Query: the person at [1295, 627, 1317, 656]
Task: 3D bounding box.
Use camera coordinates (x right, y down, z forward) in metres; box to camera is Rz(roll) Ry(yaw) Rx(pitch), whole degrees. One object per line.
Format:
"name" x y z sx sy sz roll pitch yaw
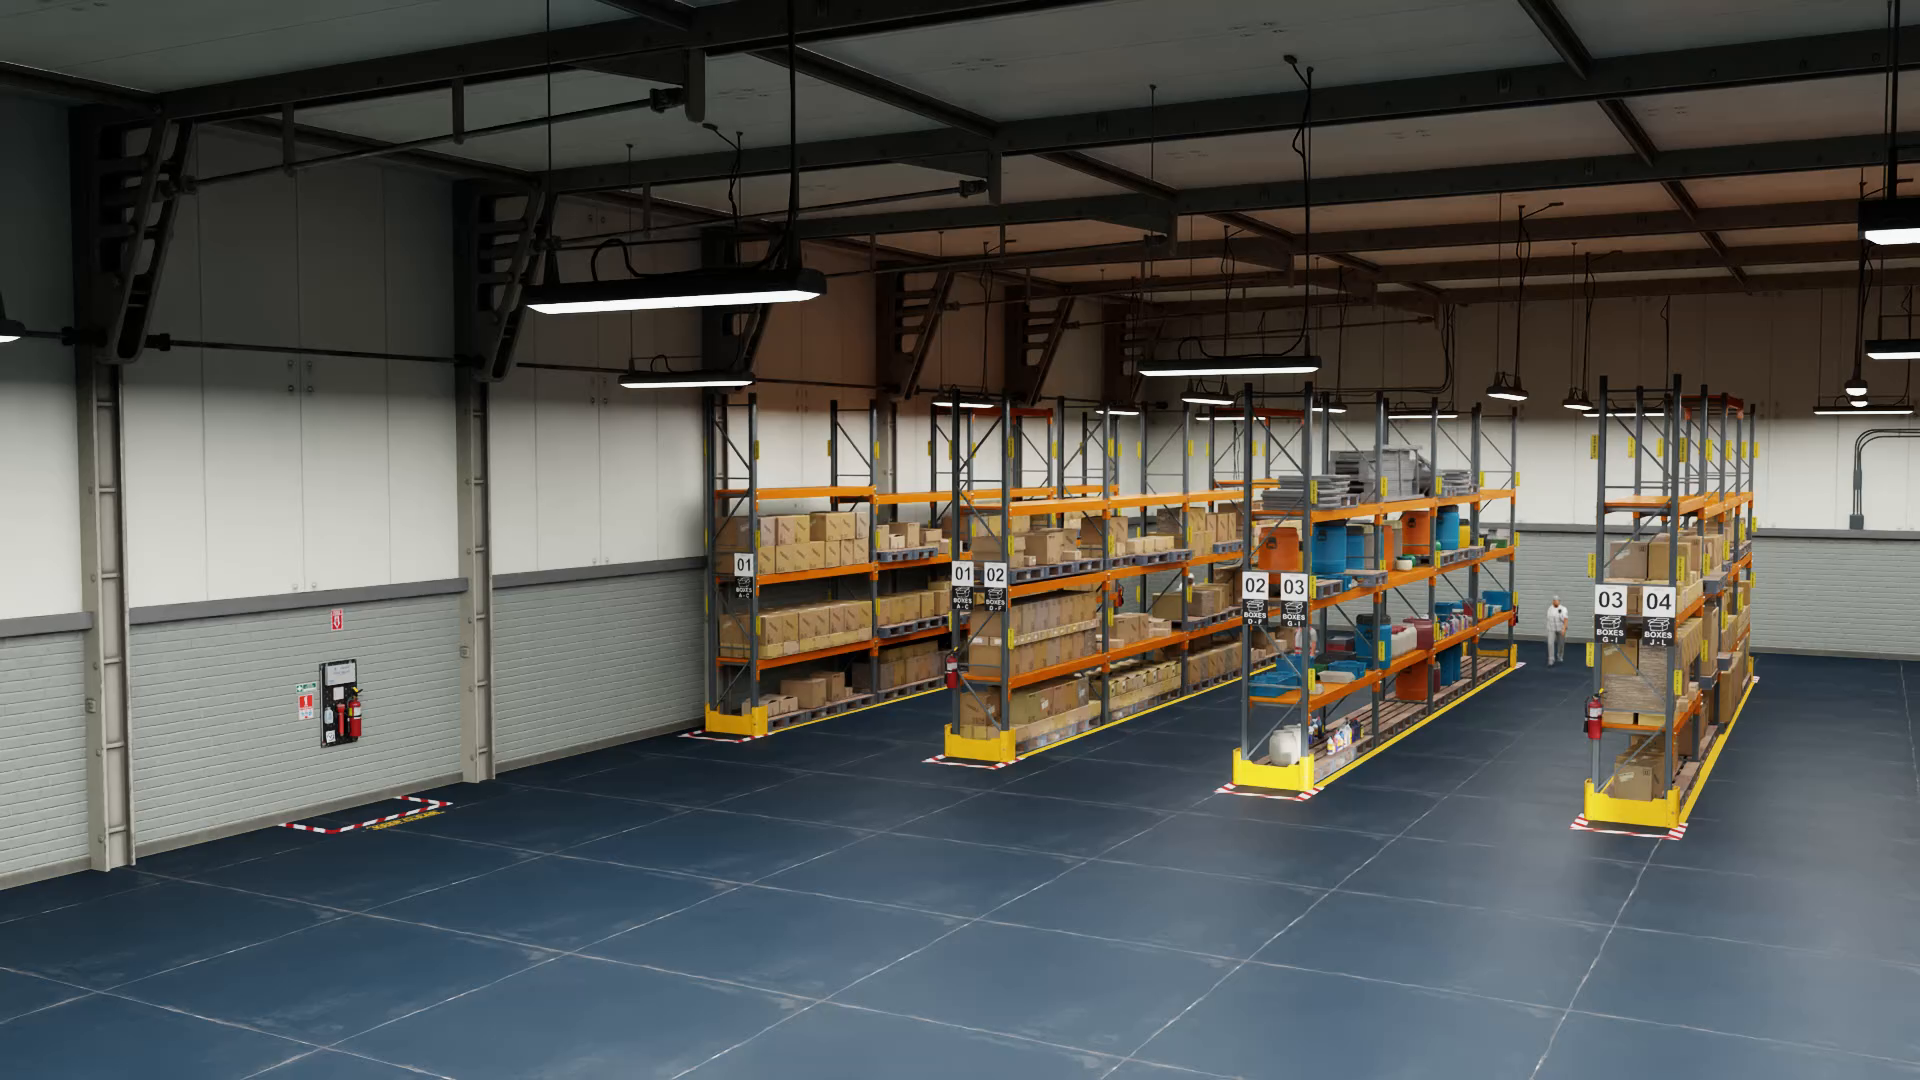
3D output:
"person" 6.784 2.358 32.796 0.507 1.858 0.611 -3 4 -41

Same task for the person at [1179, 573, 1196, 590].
"person" 6.129 1.731 44.809 0.551 1.714 1.098 -3 4 -41

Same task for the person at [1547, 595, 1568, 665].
"person" 13.910 2.089 38.735 0.466 1.600 1.052 1 3 19
